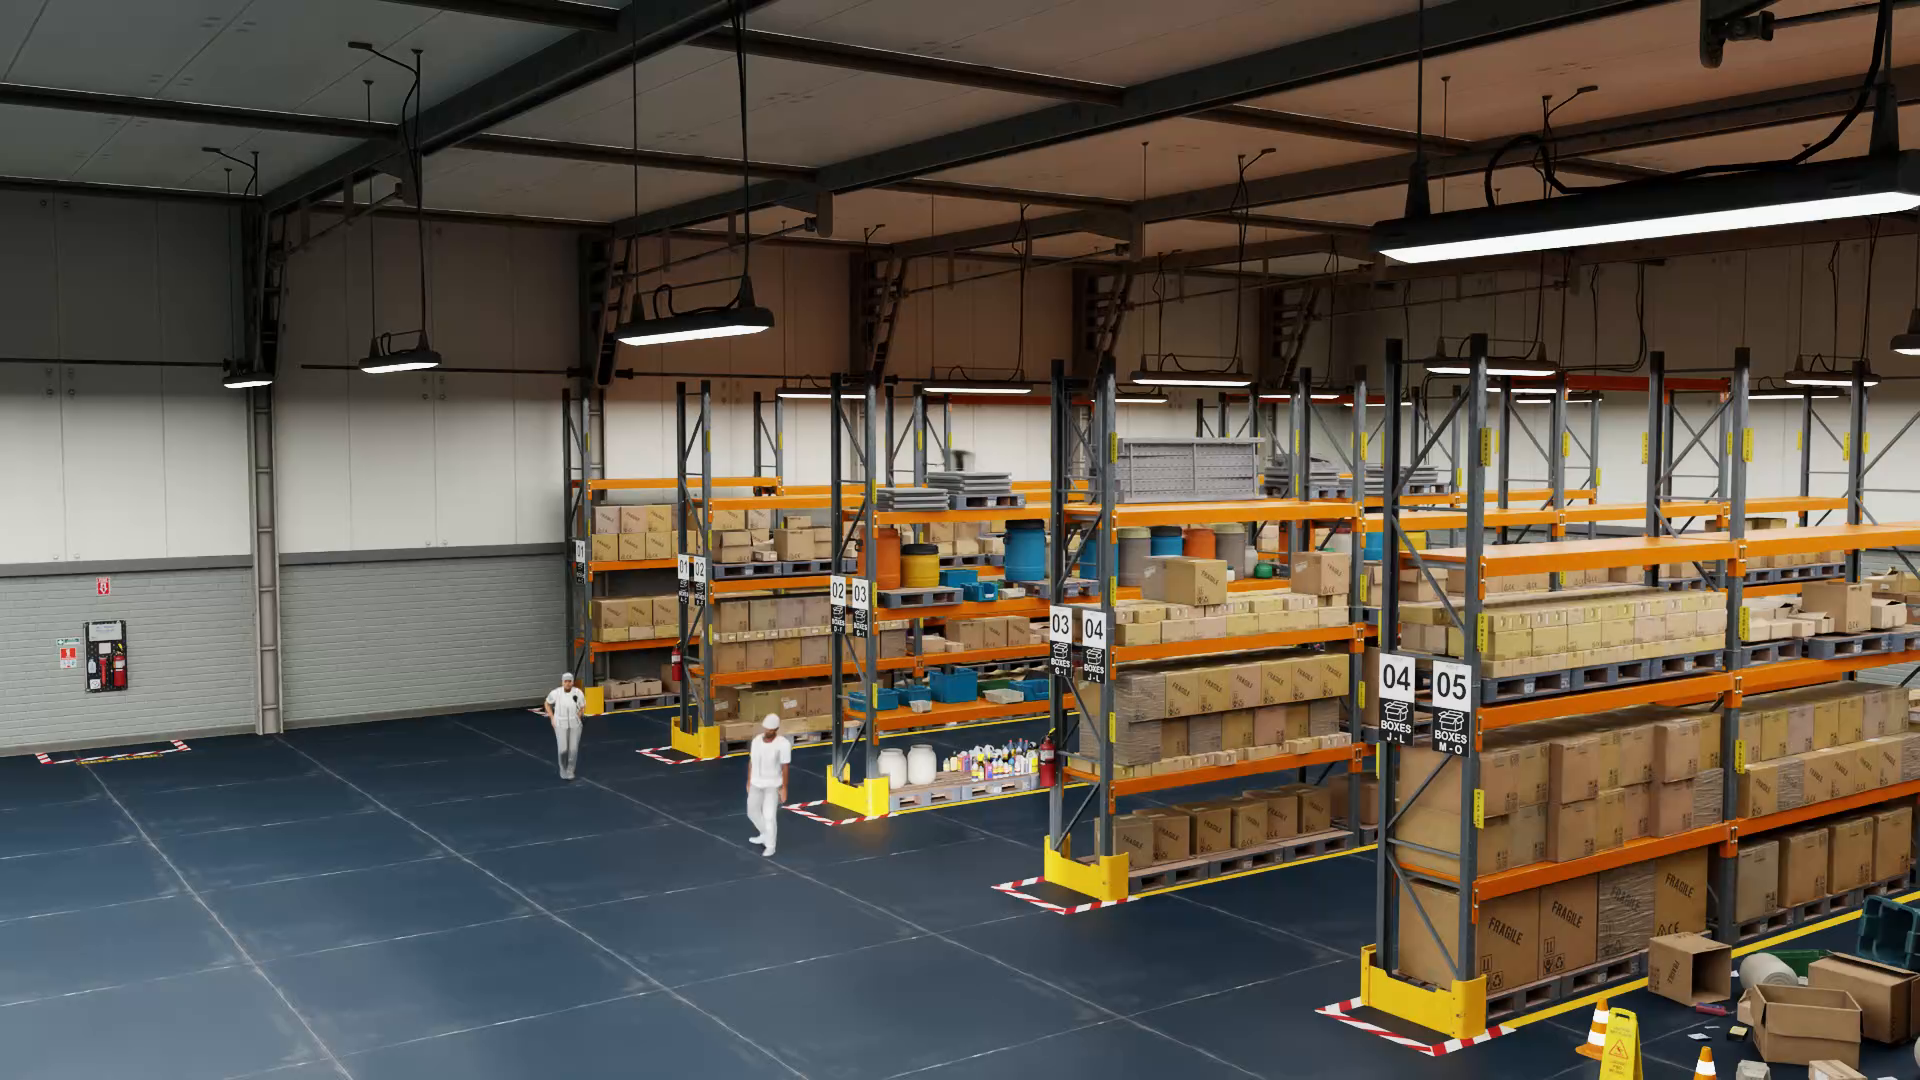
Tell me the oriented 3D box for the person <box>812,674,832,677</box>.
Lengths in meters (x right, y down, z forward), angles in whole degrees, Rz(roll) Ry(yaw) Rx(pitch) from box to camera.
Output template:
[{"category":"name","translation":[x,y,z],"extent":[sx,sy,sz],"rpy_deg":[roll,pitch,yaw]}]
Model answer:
[{"category":"person","translation":[-2.482,2.326,30.631],"extent":[0.642,1.744,0.704],"rpy_deg":[-3,5,-39]}]

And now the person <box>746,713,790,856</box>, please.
[{"category":"person","translation":[-2.359,2.978,20.433],"extent":[0.683,1.747,0.502],"rpy_deg":[2,4,28]}]

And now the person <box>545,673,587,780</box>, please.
[{"category":"person","translation":[-5.834,2.772,24.655],"extent":[0.606,1.621,0.668],"rpy_deg":[-1,4,-16]}]

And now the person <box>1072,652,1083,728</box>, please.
[{"category":"person","translation":[2.173,2.466,29.219],"extent":[0.636,1.659,0.717],"rpy_deg":[3,5,37]}]
